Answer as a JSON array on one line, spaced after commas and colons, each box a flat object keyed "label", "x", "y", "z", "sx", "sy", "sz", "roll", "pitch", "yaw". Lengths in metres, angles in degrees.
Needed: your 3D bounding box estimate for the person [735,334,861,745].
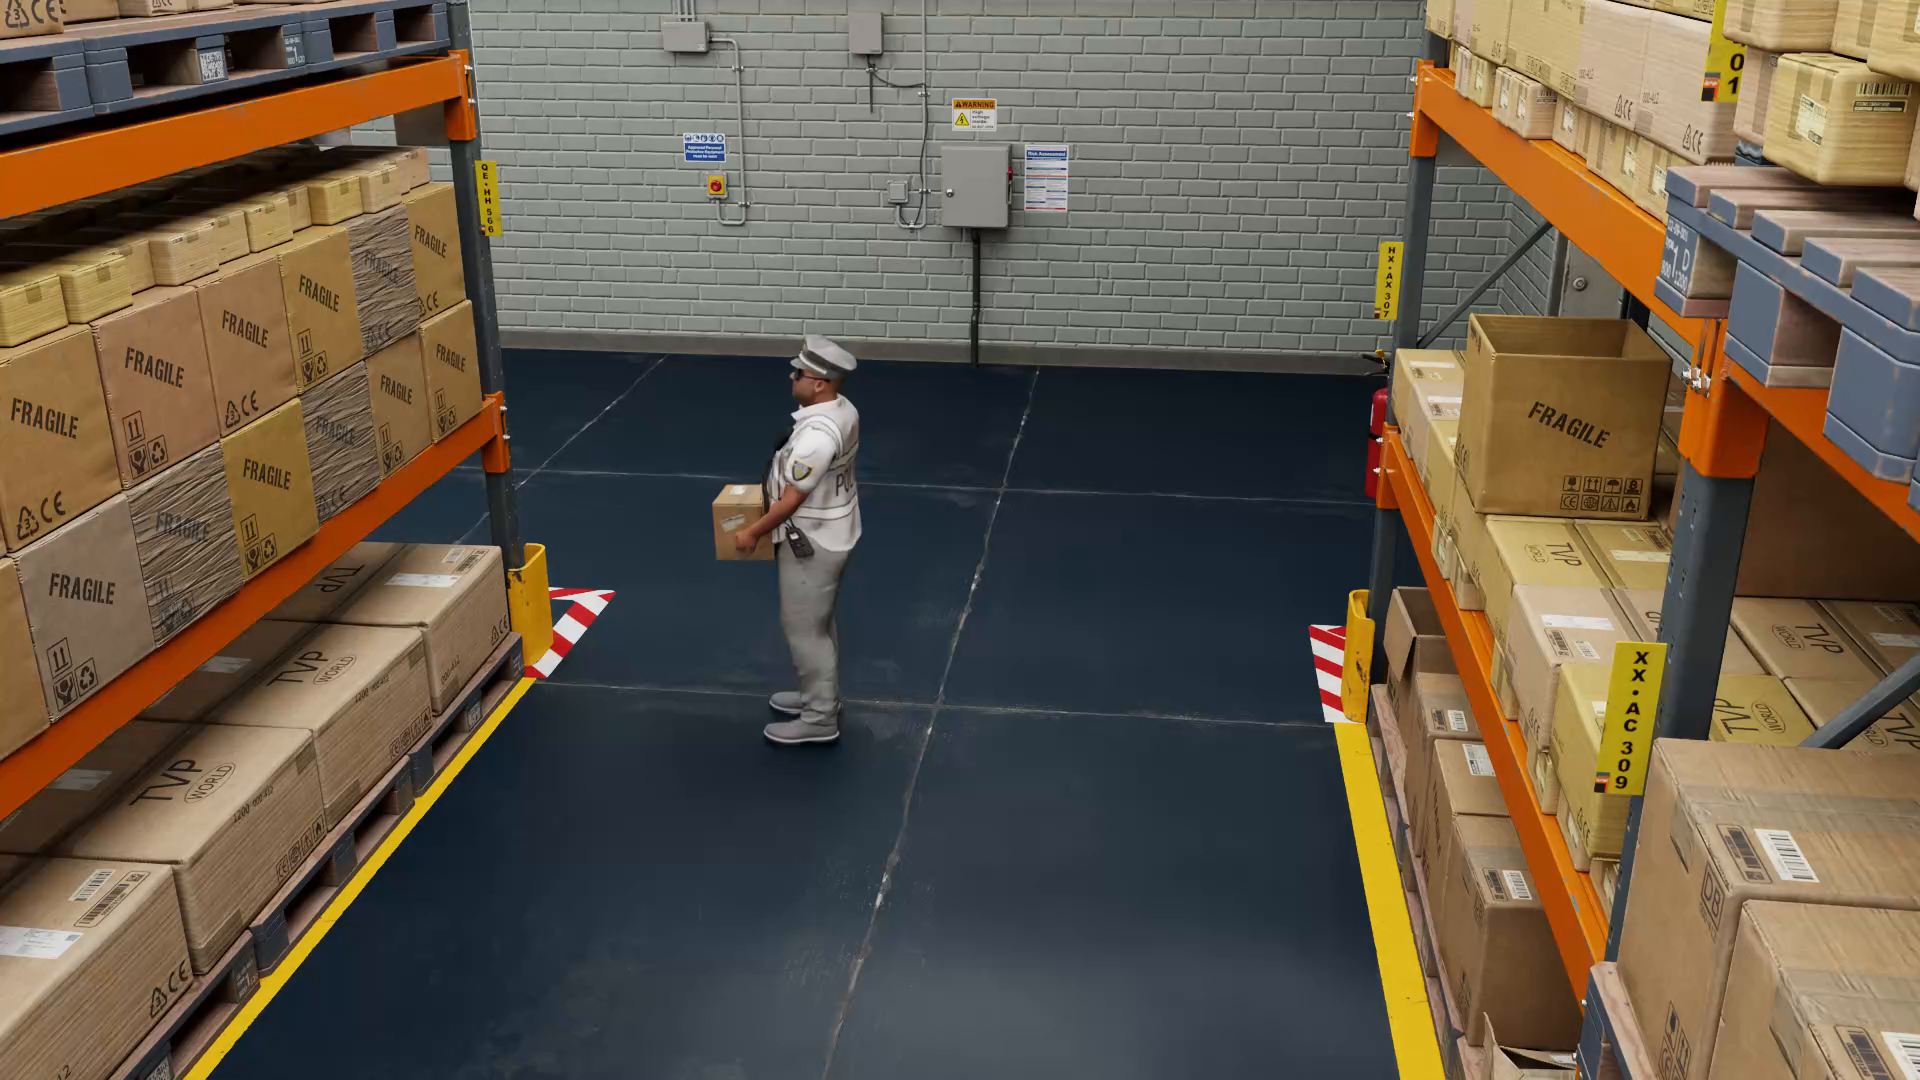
[{"label": "person", "x": -0.691, "y": -0.005, "z": 7.037, "sx": 0.552, "sy": 1.782, "sz": 0.505, "roll": 3, "pitch": 21, "yaw": 7}]
